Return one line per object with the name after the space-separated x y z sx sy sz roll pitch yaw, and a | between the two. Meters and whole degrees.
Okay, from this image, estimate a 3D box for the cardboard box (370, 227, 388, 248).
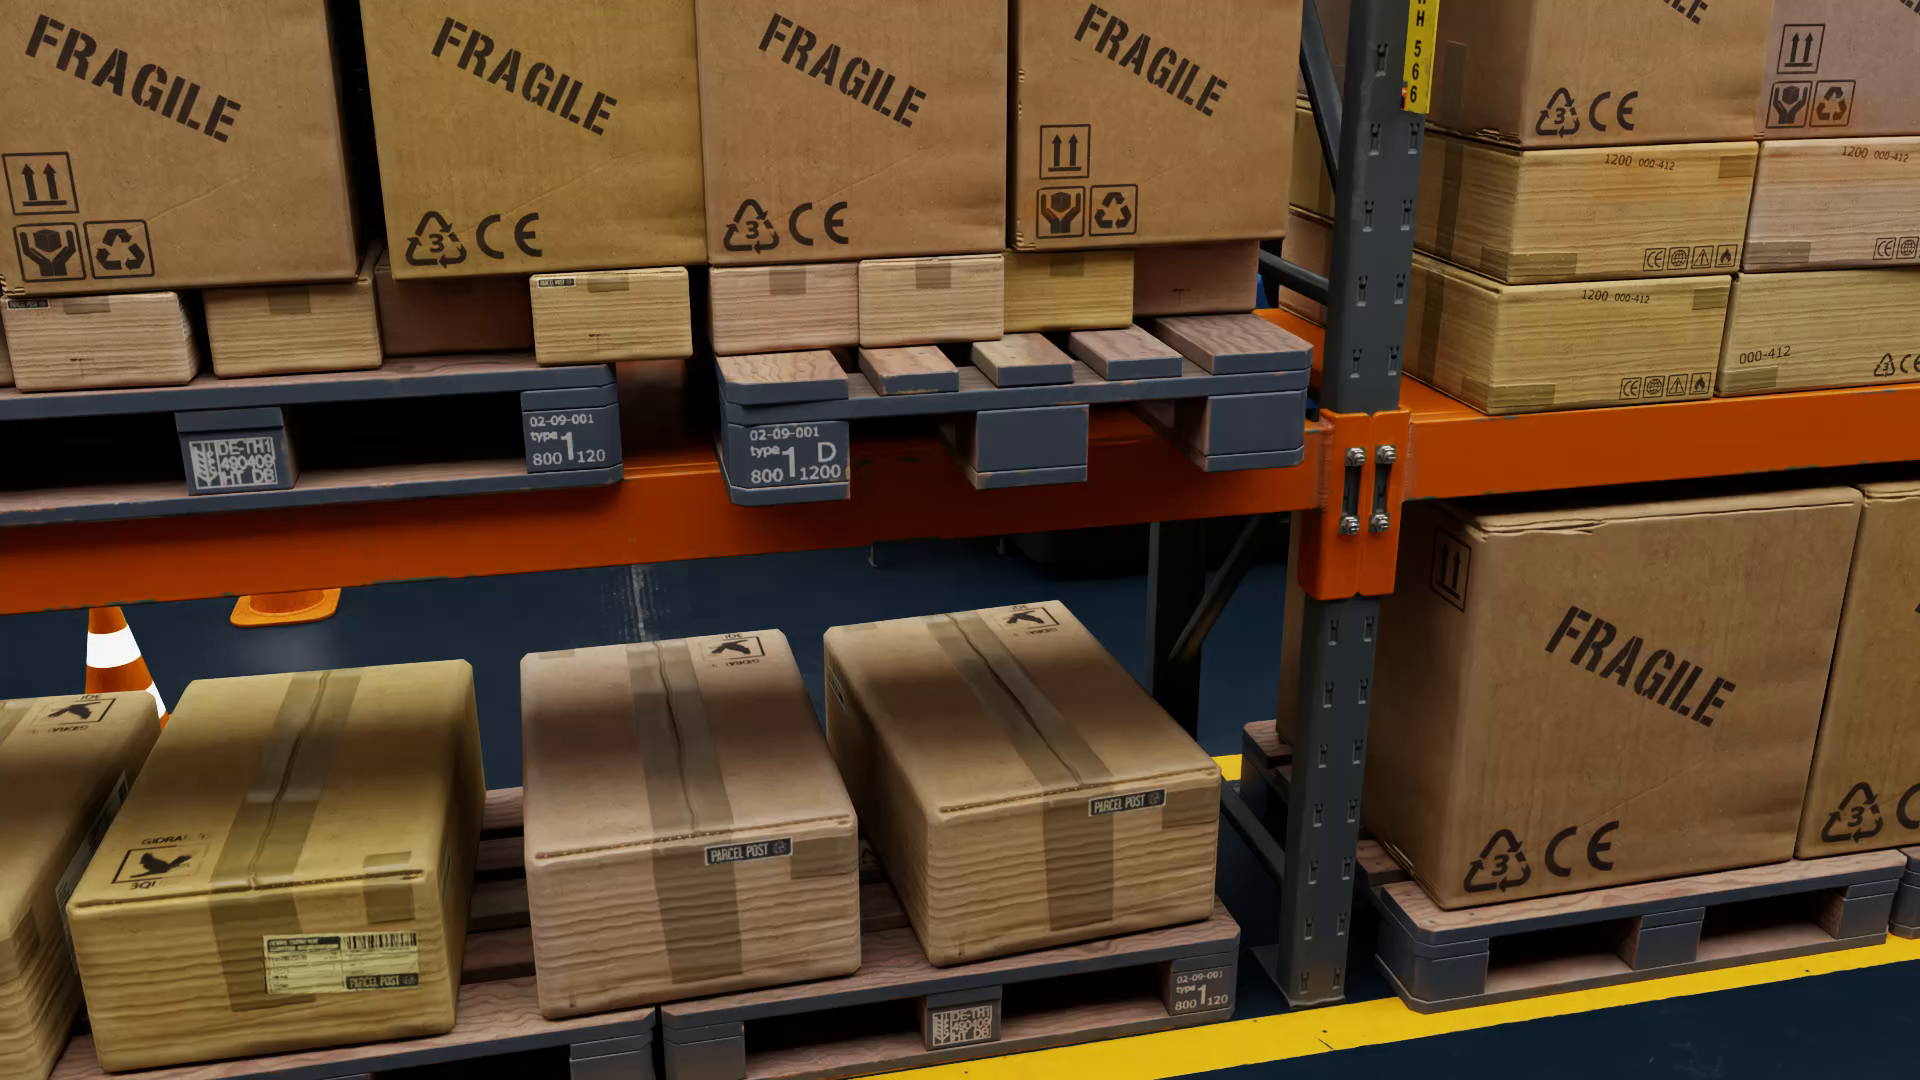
-1.020 -0.574 3.276 0.250 0.149 0.380 -4 20 -10 | cardboard box

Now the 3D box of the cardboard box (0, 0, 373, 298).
-1.247 -0.698 2.672 0.500 0.500 0.500 -6 21 -15 | cardboard box

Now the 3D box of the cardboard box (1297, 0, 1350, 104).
1.097 -1.216 3.675 0.500 0.500 0.500 -5 21 -14 | cardboard box

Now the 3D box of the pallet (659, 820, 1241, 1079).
-0.107 0.799 3.825 1.213 0.211 1.003 -5 21 -12 | pallet

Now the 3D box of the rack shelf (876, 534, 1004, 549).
-0.125 -0.300 6.156 0.480 0.518 0.431 -5 21 -14 | rack shelf

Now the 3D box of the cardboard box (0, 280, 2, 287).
-1.745 -0.654 2.551 0.500 0.500 0.500 -5 21 -13 | cardboard box

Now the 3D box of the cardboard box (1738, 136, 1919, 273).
1.707 -0.734 3.448 0.500 0.250 0.500 -4 21 -11 | cardboard box

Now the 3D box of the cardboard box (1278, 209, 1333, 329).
1.086 -0.628 3.886 0.500 0.250 0.500 -5 21 -14 | cardboard box

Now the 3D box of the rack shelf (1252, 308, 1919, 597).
2.600 -0.392 4.069 4.000 0.370 1.077 -5 21 -12 | rack shelf

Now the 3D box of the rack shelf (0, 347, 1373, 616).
-1.292 -0.075 3.205 4.000 0.370 1.077 -5 21 -12 | rack shelf

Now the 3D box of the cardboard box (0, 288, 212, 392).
-1.353 -0.366 2.707 0.250 0.149 0.380 -4 20 -10 | cardboard box

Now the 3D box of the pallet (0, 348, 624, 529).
-1.263 -0.311 3.081 1.213 0.211 1.003 -5 21 -12 | pallet

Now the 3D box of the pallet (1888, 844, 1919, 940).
2.623 0.605 4.355 1.213 0.211 1.003 -5 21 -12 | pallet

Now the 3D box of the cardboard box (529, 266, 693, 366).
-0.602 -0.422 2.860 0.250 0.149 0.380 -4 21 -12 | cardboard box

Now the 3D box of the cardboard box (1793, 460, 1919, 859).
2.214 0.133 4.069 0.875 0.875 0.875 -4 21 -12 | cardboard box

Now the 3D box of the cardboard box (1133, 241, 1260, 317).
0.389 -0.546 3.198 0.250 0.149 0.380 -4 20 -10 | cardboard box

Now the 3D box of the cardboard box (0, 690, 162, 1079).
-2.030 0.682 3.303 0.625 0.372 0.950 -3 20 -9 | cardboard box

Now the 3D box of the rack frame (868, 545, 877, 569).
-0.360 -0.948 5.850 0.015 2.100 0.400 -5 21 -14 | rack frame

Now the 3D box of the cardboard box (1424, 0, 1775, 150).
1.190 -1.045 3.207 0.500 0.500 0.500 -5 21 -14 | cardboard box

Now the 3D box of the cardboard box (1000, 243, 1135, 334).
0.145 -0.500 3.074 0.250 0.149 0.380 -4 21 -12 | cardboard box

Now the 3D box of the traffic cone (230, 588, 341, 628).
-2.302 0.012 5.609 0.334 0.463 0.336 -5 21 -12 | traffic cone

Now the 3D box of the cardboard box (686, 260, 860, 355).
-0.337 -0.448 2.932 0.250 0.149 0.380 -6 21 -15 | cardboard box

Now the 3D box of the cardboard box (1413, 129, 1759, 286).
1.204 -0.693 3.337 0.500 0.250 0.500 -5 21 -13 | cardboard box

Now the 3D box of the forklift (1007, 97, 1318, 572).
1.588 -1.526 6.220 3.031 2.935 1.130 -5 21 -14 | forklift

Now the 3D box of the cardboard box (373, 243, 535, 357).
-0.875 -0.444 2.921 0.250 0.149 0.380 -4 21 -12 | cardboard box

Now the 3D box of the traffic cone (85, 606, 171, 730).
-2.354 0.370 4.633 0.334 0.463 0.336 -5 21 -12 | traffic cone

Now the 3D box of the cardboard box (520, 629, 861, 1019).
-0.615 0.568 3.613 0.625 0.372 0.950 -5 21 -14 | cardboard box

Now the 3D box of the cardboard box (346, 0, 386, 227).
-1.347 -0.872 3.146 0.500 0.500 0.500 -5 21 -15 | cardboard box

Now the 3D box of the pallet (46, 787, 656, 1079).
-1.292 0.895 3.565 1.213 0.211 1.003 -5 21 -12 | pallet

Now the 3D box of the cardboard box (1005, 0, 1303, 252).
0.275 -0.826 3.020 0.500 0.500 0.500 -5 21 -14 | cardboard box

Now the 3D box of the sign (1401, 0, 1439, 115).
0.788 -0.897 2.834 0.005 0.325 0.100 -5 21 -12 | sign

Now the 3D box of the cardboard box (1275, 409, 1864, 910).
1.345 0.202 3.880 0.875 0.875 0.875 -5 21 -13 | cardboard box

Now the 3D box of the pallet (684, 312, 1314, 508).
-0.015 -0.389 3.295 1.003 0.211 1.213 -5 21 -12 | pallet

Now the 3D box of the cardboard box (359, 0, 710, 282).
-0.716 -0.741 2.789 0.500 0.500 0.500 -6 21 -16 | cardboard box

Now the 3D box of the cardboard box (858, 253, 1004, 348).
-0.090 -0.465 2.979 0.250 0.149 0.380 -5 21 -13 | cardboard box

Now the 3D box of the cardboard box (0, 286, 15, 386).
-1.624 -0.362 2.697 0.250 0.149 0.380 -4 21 -12 | cardboard box

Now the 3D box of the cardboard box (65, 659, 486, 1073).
-1.354 0.626 3.455 0.625 0.372 0.950 -4 20 -11 | cardboard box

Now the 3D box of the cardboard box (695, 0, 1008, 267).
-0.225 -0.782 2.899 0.500 0.500 0.500 -5 21 -13 | cardboard box

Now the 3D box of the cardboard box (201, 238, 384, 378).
-1.101 -0.397 2.791 0.250 0.149 0.380 -5 21 -14 | cardboard box

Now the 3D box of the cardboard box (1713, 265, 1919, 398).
1.684 -0.502 3.542 0.500 0.250 0.500 -5 21 -14 | cardboard box

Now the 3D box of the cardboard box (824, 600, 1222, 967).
0.102 0.507 3.780 0.625 0.372 0.950 -6 21 -16 | cardboard box

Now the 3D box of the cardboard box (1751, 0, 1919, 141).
1.671 -1.087 3.323 0.500 0.500 0.500 -5 21 -12 | cardboard box

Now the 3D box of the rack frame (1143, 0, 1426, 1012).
0.654 -0.571 3.513 0.127 3.000 1.000 -5 21 -12 | rack frame

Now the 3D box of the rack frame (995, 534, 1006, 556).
0.110 -0.992 5.971 0.015 2.100 0.400 -5 21 -14 | rack frame

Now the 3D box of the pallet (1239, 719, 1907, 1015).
1.438 0.701 4.094 1.213 0.211 1.003 -5 21 -12 | pallet

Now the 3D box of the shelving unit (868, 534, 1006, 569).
-0.125 -0.970 5.911 0.503 2.100 0.431 -5 21 -14 | shelving unit

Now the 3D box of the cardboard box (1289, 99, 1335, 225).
1.067 -0.859 3.790 0.500 0.250 0.500 -5 21 -13 | cardboard box

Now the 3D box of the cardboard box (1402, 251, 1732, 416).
1.188 -0.455 3.415 0.500 0.250 0.500 -5 21 -13 | cardboard box
